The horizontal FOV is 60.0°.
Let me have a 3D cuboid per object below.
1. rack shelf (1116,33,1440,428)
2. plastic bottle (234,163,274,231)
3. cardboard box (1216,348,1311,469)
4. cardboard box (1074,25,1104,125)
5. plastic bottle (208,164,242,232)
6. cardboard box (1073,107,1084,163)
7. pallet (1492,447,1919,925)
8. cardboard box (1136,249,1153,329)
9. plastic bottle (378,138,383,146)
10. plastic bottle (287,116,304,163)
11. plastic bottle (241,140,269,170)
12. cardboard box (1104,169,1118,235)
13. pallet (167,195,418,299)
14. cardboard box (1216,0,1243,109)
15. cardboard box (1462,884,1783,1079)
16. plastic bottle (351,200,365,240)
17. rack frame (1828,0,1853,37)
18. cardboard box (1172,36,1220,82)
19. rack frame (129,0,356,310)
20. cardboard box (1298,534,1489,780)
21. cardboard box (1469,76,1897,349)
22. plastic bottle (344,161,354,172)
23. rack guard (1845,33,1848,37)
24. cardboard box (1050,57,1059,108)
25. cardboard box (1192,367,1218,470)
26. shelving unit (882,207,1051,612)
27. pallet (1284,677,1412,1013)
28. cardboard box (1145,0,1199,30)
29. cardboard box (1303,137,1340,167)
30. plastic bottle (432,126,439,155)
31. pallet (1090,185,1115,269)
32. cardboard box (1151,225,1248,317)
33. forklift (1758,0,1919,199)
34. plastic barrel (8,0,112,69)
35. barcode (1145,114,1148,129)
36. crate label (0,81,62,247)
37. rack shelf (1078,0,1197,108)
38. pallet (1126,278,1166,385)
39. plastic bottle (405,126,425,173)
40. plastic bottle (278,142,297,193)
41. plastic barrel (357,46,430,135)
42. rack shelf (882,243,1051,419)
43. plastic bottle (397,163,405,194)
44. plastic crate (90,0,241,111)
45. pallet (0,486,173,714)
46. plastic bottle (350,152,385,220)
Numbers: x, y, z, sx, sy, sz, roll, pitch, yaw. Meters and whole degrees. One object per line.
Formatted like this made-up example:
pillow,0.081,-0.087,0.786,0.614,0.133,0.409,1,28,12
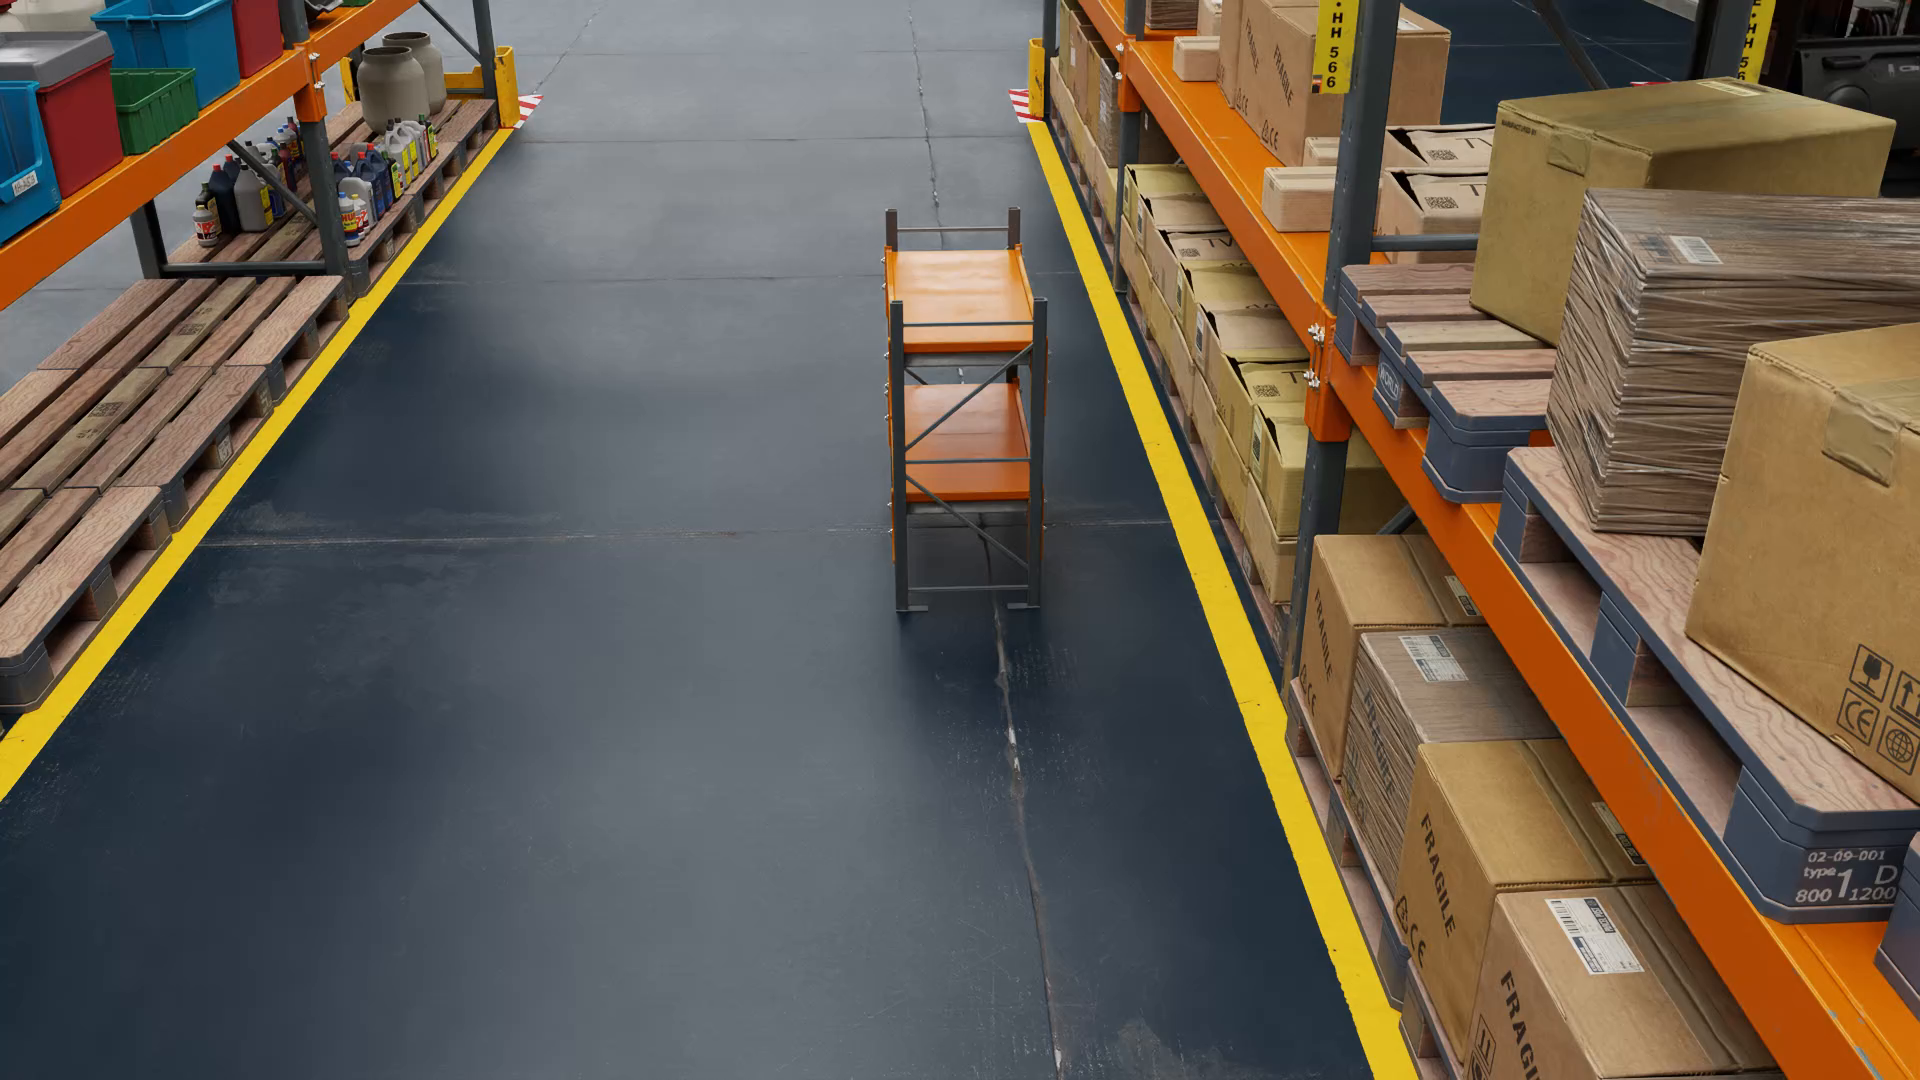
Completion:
rack shelf,1.416,-1.416,6.500,1.077,0.370,4.000,-1,28,-3
plastic bottle,-3.813,-1.856,8.953,0.144,0.351,0.185,-1,28,-3
cardboard box,1.213,-0.503,5.884,0.500,0.311,0.500,-2,28,-3
cardboard box,0.984,-2.860,10.198,0.500,0.500,0.500,-1,28,-3
plastic bottle,-3.957,-1.852,8.946,0.144,0.351,0.185,-2,28,-4
cardboard box,0.985,-2.527,10.372,0.500,0.250,0.500,-1,28,-3
pallet,1.626,0.171,2.885,1.003,0.211,1.213,-1,28,-3
cardboard box,1.110,-1.198,7.822,0.500,0.250,0.500,-1,28,-1
plastic bottle,-3.441,-2.312,9.990,0.097,0.201,0.097,0,28,0
plastic bottle,-4.067,-2.429,10.126,0.061,0.283,0.133,-1,28,-2
plastic bottle,-3.984,-2.090,9.402,0.144,0.351,0.185,-2,28,-3
cardboard box,1.069,-1.835,9.044,0.500,0.250,0.500,-1,28,-3
pallet,-3.629,-1.616,9.120,1.003,0.211,1.213,-1,28,-3
cardboard box,1.363,-2.105,6.934,0.500,0.500,0.500,1,28,1
cardboard box,1.345,1.033,3.253,0.500,0.500,0.500,-2,28,-4
plastic bottle,-3.220,-1.700,8.816,0.097,0.201,0.097,0,28,0
rack frame,6.049,-4.628,11.879,1.000,3.000,0.127,-1,28,-3
cardboard box,1.153,-2.133,7.368,0.380,0.149,0.250,-1,28,-3
rack frame,-3.636,-2.541,7.878,1.000,3.000,0.127,-1,28,-3
cardboard box,1.259,0.319,4.623,0.500,0.500,0.500,0,28,0
cardboard box,1.666,-0.754,3.890,0.700,0.500,0.500,-11,29,-20
plastic bottle,-3.391,-1.973,9.264,0.097,0.271,0.097,0,28,0
rack guard,6.053,-3.484,12.390,1.175,0.500,0.348,-1,28,-3
cardboard box,0.908,-3.220,11.700,0.500,0.250,0.500,-1,28,-3
cardboard box,1.195,-0.486,6.458,0.500,0.250,0.500,-1,28,-1
shelving unit,0.000,-0.496,5.984,0.538,1.125,1.048,-1,28,-3
pallet,1.521,0.770,4.545,1.003,0.211,1.213,-1,28,-3
cardboard box,1.282,-2.908,8.474,0.700,0.500,0.500,-2,28,-4
cardboard box,1.397,-1.288,5.747,0.380,0.149,0.250,1,28,1
plastic bottle,-3.311,-2.505,10.360,0.097,0.201,0.097,0,28,0
pallet,1.312,-1.791,9.455,1.003,0.211,1.213,-1,28,-3
cardboard box,1.133,-1.208,7.234,0.500,0.311,0.500,-2,28,-4
forklift,3.769,-1.719,6.377,1.130,2.935,3.031,-5,28,-9
plastic barrel,-3.805,-2.154,6.990,0.433,0.535,0.433,0,28,0
barcode,0.909,-2.044,8.114,0.001,0.075,0.075,-1,28,-3
crate label,-3.208,-1.175,5.221,0.502,0.435,0.616,-1,28,-3
rack shelf,1.207,-3.264,10.042,1.077,0.370,4.000,-1,28,-3
pallet,1.389,-1.083,8.099,1.003,0.211,1.213,-1,28,-3
plastic bottle,-3.318,-2.357,9.995,0.152,0.276,0.135,-2,28,-4
plastic bottle,-3.882,-2.138,9.567,0.061,0.283,0.133,-1,28,-3
plastic barrel,-3.708,-2.938,10.875,0.421,0.512,0.421,0,28,0
rack shelf,0.000,-0.755,5.849,0.538,0.278,1.000,-1,28,-3
plastic bottle,-3.265,-2.097,9.577,0.097,0.201,0.097,0,28,0
plastic crate,-3.267,-2.032,6.920,0.392,0.384,0.575,-1,28,-3
pallet,-3.428,0.184,5.669,1.003,0.211,1.213,-1,28,-3
plastic bottle,-3.263,-1.944,9.123,0.144,0.351,0.185,-1,28,-1
